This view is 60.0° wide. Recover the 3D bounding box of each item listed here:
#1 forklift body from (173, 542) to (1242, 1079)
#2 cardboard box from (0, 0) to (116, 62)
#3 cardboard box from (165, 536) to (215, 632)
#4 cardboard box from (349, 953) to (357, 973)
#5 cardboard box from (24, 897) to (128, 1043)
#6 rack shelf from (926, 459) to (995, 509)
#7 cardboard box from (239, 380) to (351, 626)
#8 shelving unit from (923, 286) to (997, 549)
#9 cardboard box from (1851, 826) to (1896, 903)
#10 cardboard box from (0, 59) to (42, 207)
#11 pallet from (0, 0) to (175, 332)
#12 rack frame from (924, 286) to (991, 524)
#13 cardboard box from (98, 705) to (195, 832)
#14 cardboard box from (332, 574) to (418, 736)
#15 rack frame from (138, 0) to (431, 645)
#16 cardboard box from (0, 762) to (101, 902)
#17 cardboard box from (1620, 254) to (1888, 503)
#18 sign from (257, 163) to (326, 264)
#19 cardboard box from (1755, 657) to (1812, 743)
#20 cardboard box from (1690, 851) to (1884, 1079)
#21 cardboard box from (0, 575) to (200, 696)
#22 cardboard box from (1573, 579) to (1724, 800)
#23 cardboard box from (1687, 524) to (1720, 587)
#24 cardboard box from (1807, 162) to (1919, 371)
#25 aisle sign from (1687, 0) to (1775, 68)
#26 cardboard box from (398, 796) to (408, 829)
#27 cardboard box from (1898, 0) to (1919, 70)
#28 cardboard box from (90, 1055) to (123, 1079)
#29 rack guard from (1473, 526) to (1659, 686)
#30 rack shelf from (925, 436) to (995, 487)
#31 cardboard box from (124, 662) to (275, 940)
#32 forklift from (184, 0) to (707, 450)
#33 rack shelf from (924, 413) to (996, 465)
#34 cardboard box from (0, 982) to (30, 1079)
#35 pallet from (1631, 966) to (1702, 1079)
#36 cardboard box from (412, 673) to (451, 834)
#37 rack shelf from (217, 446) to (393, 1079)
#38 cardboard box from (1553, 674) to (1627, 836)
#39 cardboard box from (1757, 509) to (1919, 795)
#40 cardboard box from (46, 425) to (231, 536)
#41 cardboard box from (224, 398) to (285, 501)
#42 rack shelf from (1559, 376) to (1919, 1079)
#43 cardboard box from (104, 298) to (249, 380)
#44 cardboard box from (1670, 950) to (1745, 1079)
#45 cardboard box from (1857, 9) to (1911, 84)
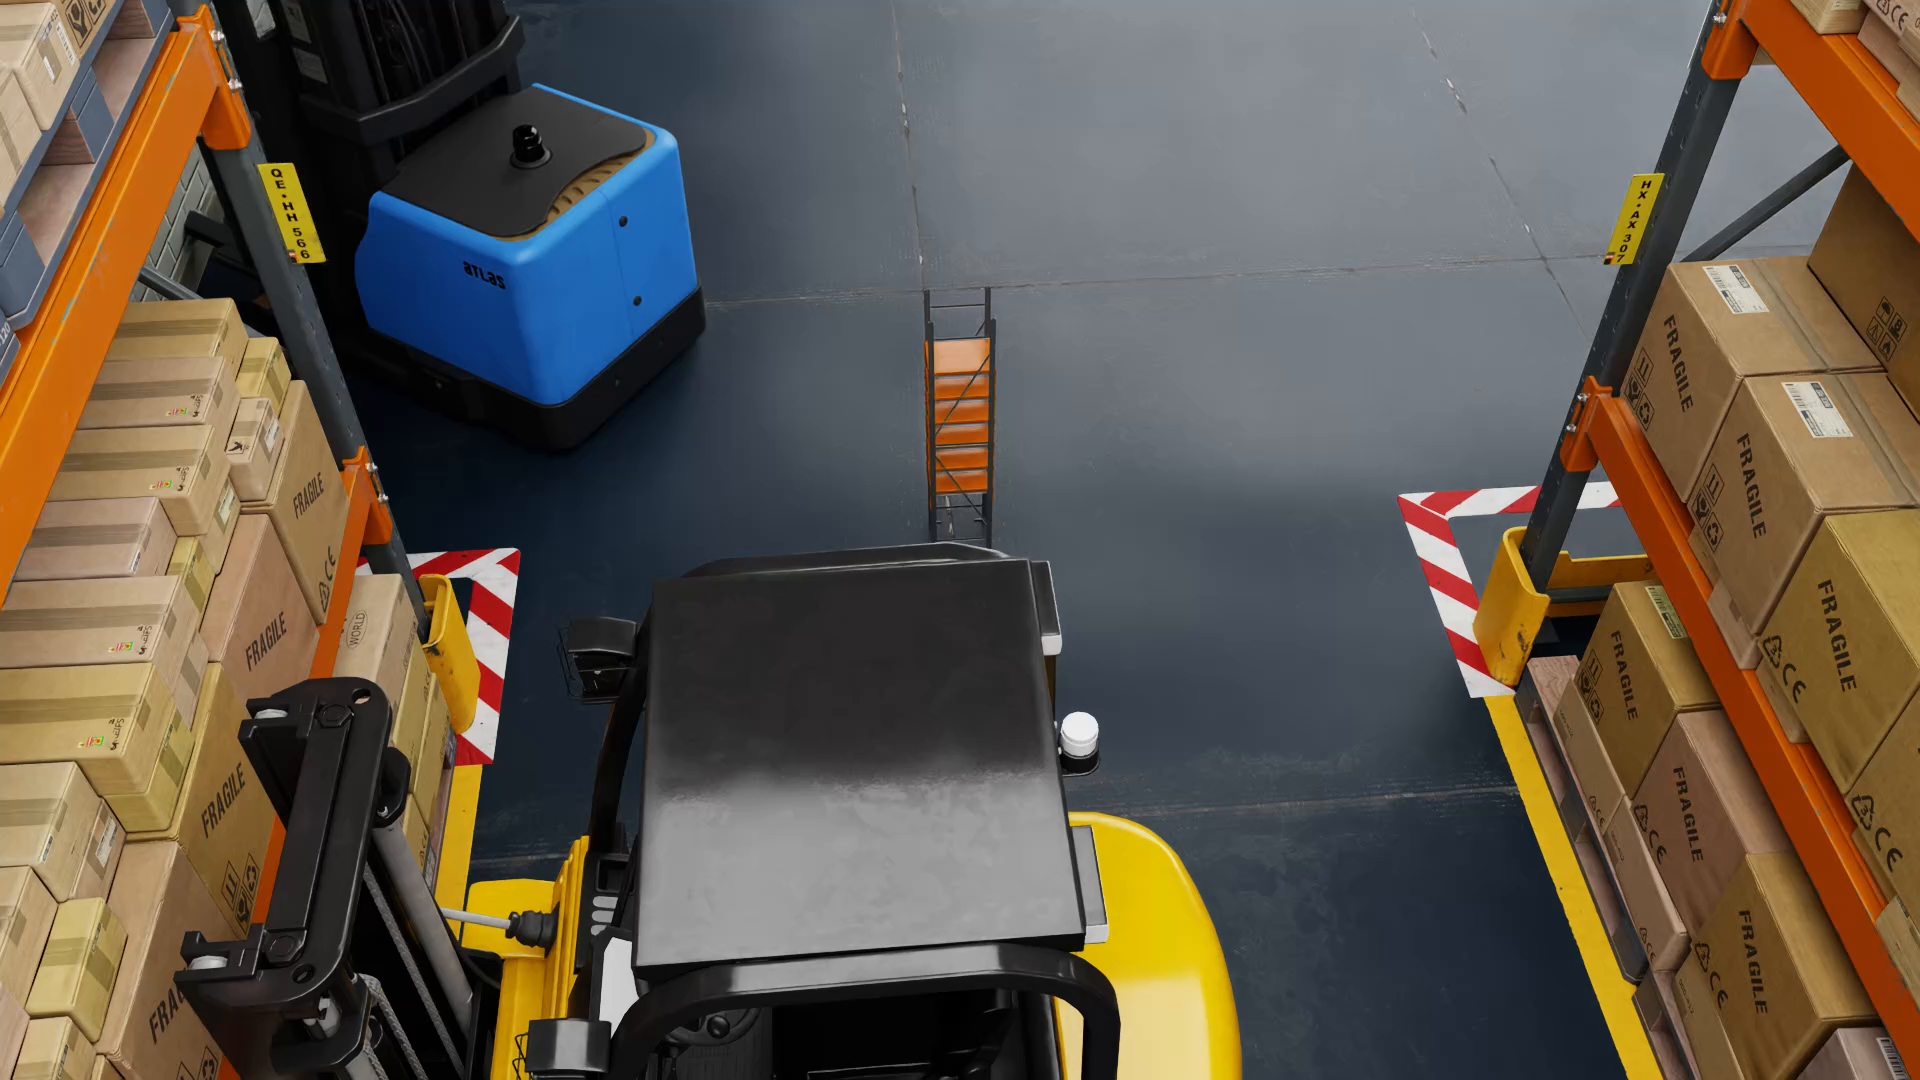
[{"bbox_3d":[-0.403,1.161,4.169,2.313,2.155,1.214,-3,47,-3],"label":"forklift body"},{"bbox_3d":[-2.099,-1.331,3.452,0.500,0.500,0.500,-2,47,-2],"label":"cardboard box"},{"bbox_3d":[-2.050,0.139,4.037,0.380,0.149,0.250,-4,47,-4],"label":"cardboard box"},{"bbox_3d":[-1.929,1.113,4.546,0.500,0.250,0.500,-3,47,-3],"label":"cardboard box"},{"bbox_3d":[-1.919,0.878,3.337,0.380,0.149,0.250,-4,47,-4],"label":"cardboard box"},{"bbox_3d":[-0.001,-0.227,6.531,0.258,0.103,0.180,-3,47,-3],"label":"rack shelf"},{"bbox_3d":[-2.077,-0.086,4.697,0.500,0.500,0.500,-4,47,-4],"label":"cardboard box"},{"bbox_3d":[-0.001,-0.423,6.324,0.258,1.200,0.189,-3,47,-3],"label":"shelving unit"},{"bbox_3d":[2.470,0.778,4.120,0.380,0.149,0.250,-5,47,-4],"label":"cardboard box"},{"bbox_3d":[-1.986,-0.792,3.102,0.396,0.266,0.258,-3,47,-3],"label":"cardboard box"},{"bbox_3d":[-2.346,-0.880,3.512,1.003,0.211,1.213,-3,47,-3],"label":"pallet"},{"bbox_3d":[-0.009,-0.489,6.387,0.240,1.200,0.006,-3,47,-3],"label":"rack frame"},{"bbox_3d":[-1.939,0.511,3.685,0.380,0.149,0.250,-3,47,-3],"label":"cardboard box"},{"bbox_3d":[-2.030,0.379,5.241,0.500,0.250,0.500,-2,47,-2],"label":"cardboard box"},{"bbox_3d":[-2.379,-0.392,5.055,1.000,3.000,0.127,-3,47,-3],"label":"rack frame"},{"bbox_3d":[-2.005,0.604,3.392,0.380,0.149,0.250,-3,47,-3],"label":"cardboard box"},{"bbox_3d":[2.330,-0.474,4.859,0.500,0.500,0.500,-4,47,-4],"label":"cardboard box"},{"bbox_3d":[-1.838,-0.895,4.571,0.100,0.325,0.005,-3,47,-3],"label":"sign"},{"bbox_3d":[2.396,0.398,4.480,0.380,0.149,0.250,-2,47,-2],"label":"cardboard box"},{"bbox_3d":[2.443,1.206,4.630,0.500,0.500,0.500,-3,47,-3],"label":"cardboard box"},{"bbox_3d":[-1.960,0.225,3.750,0.380,0.149,0.250,-2,47,-2],"label":"cardboard box"},{"bbox_3d":[2.361,0.464,5.332,0.500,0.500,0.500,-5,47,-5],"label":"cardboard box"},{"bbox_3d":[2.365,0.027,4.832,0.380,0.149,0.250,-5,47,-5],"label":"cardboard box"},{"bbox_3d":[2.827,-0.821,4.499,0.700,0.500,0.500,-5,47,-4],"label":"cardboard box"},{"bbox_3d":[2.252,-1.616,4.424,0.394,0.787,0.004,-3,47,-3],"label":"aisle sign"},{"bbox_3d":[-1.996,0.934,5.060,0.500,0.250,0.500,-4,47,-4],"label":"cardboard box"},{"bbox_3d":[2.376,-1.034,3.496,0.500,0.250,0.500,-4,47,-4],"label":"cardboard box"},{"bbox_3d":[-1.925,1.388,3.300,0.500,0.500,0.500,-4,47,-4],"label":"cardboard box"},{"bbox_3d":[2.573,0.218,6.199,1.175,0.500,0.348,-3,47,-3],"label":"rack guard"},{"bbox_3d":[-0.001,-0.310,6.444,0.258,0.103,0.180,-3,47,-3],"label":"rack shelf"},{"bbox_3d":[-1.999,0.660,3.990,0.500,0.500,0.500,-4,47,-4],"label":"cardboard box"},{"bbox_3d":[-2.681,-2.204,6.819,3.031,2.935,1.130,24,51,21],"label":"forklift"},{"bbox_3d":[-0.001,-0.392,6.357,0.258,0.103,0.180,-3,47,-3],"label":"rack shelf"},{"bbox_3d":[-1.962,0.966,3.048,0.380,0.149,0.250,-4,47,-3],"label":"cardboard box"},{"bbox_3d":[2.705,1.788,4.911,1.003,0.211,1.213,-3,47,-3],"label":"pallet"},{"bbox_3d":[-2.025,0.730,5.598,0.500,0.250,0.500,-3,47,-3],"label":"cardboard box"},{"bbox_3d":[-2.212,1.302,3.946,1.077,0.370,4.000,-3,47,-3],"label":"rack shelf"},{"bbox_3d":[2.359,0.705,5.621,0.500,0.250,0.500,-4,47,-4],"label":"cardboard box"},{"bbox_3d":[2.420,0.269,4.155,0.500,0.500,0.500,-4,47,-4],"label":"cardboard box"},{"bbox_3d":[-2.039,-0.141,4.097,0.380,0.149,0.250,-3,47,-2],"label":"cardboard box"},{"bbox_3d":[-2.020,-0.233,4.389,0.380,0.149,0.250,-3,47,-3],"label":"cardboard box"},{"bbox_3d":[2.734,0.998,4.235,1.077,0.370,4.000,-3,47,-3],"label":"rack shelf"},{"bbox_3d":[-2.139,-0.506,4.442,0.380,0.149,0.250,-3,47,-3],"label":"cardboard box"},{"bbox_3d":[2.452,1.469,4.898,0.500,0.250,0.500,-1,47,-1],"label":"cardboard box"},{"bbox_3d":[2.382,-1.197,3.925,0.380,0.149,0.250,-5,47,-5],"label":"cardboard box"}]
